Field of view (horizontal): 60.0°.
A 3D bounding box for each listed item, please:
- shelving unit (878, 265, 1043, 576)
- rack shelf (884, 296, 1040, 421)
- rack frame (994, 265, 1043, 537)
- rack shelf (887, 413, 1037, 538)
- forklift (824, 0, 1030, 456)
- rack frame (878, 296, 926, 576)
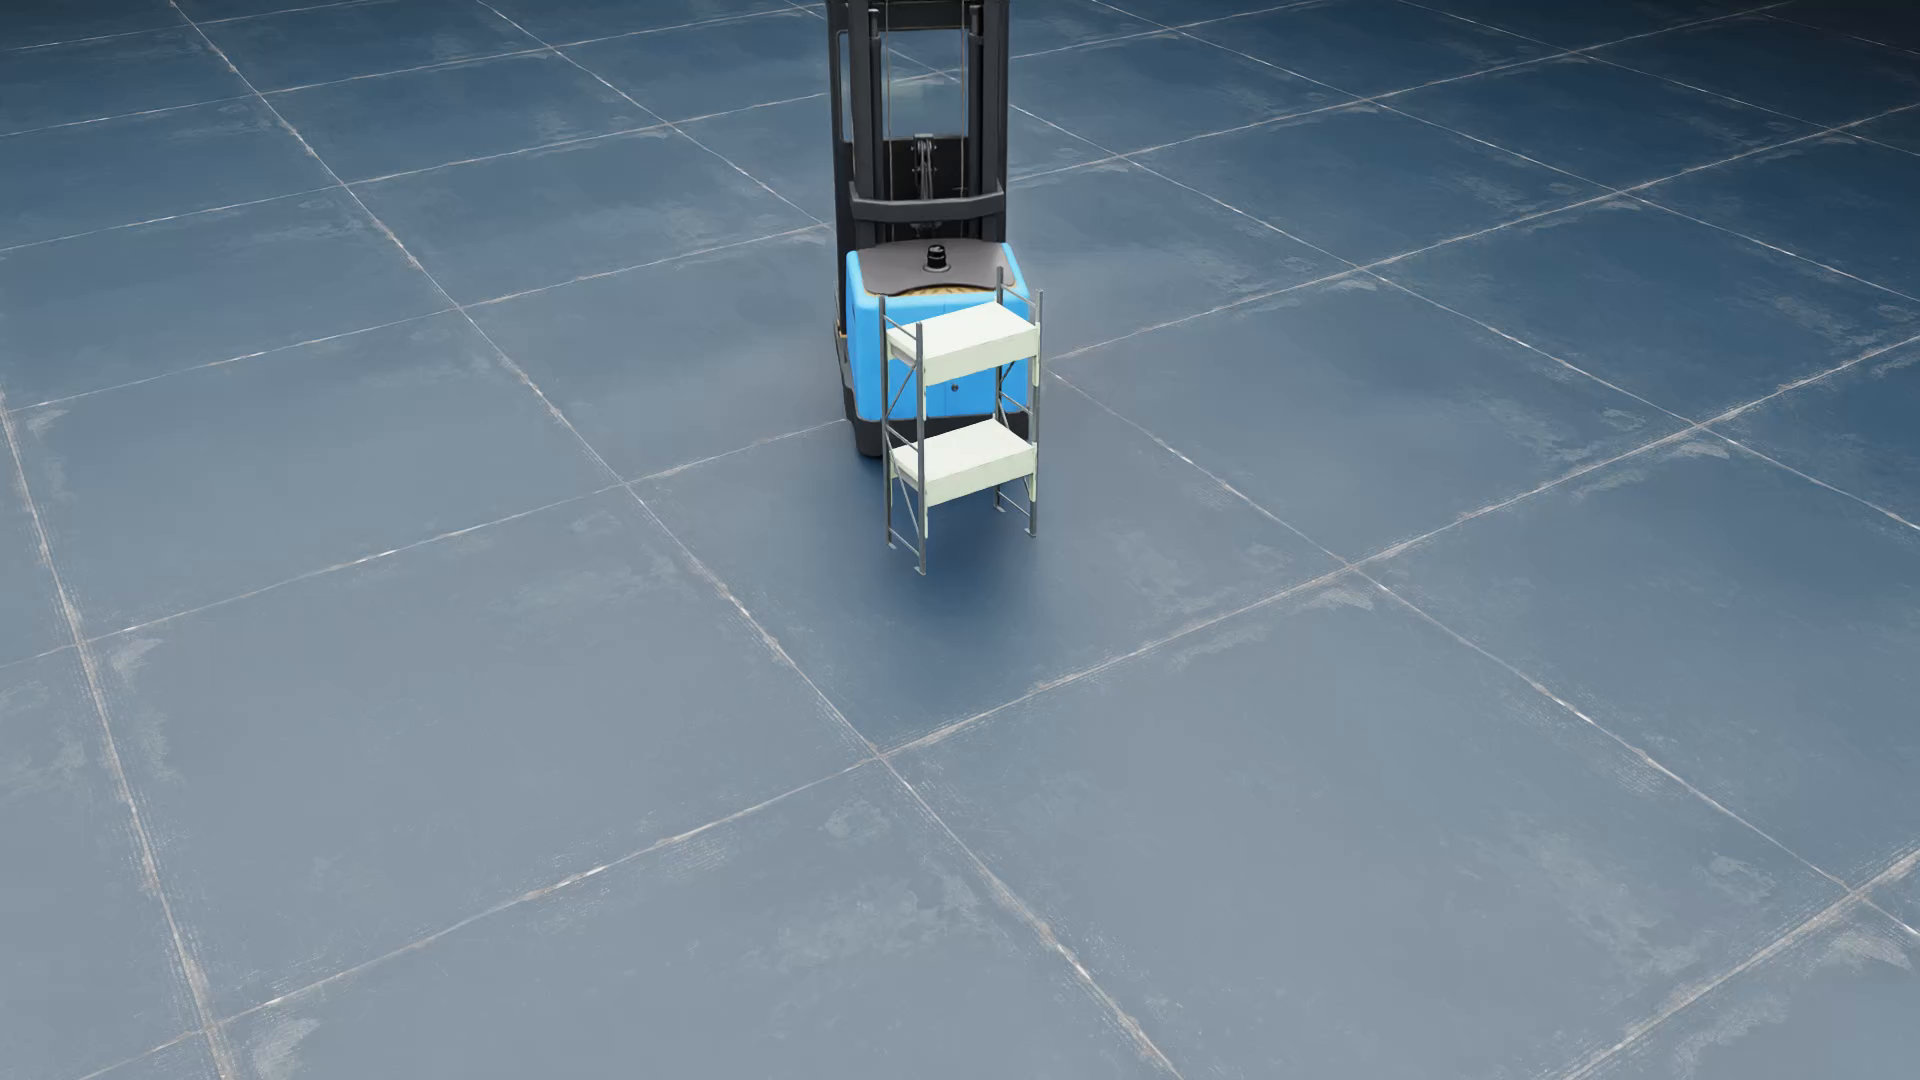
[{"bbox_3d":[0.006,-0.636,8.974,0.755,1.500,0.431,-19,37,-27],"label":"shelving unit"},{"bbox_3d":[0.006,-0.966,8.766,0.720,0.370,0.431,-19,37,-27],"label":"rack shelf"},{"bbox_3d":[0.313,-0.742,9.142,0.023,1.500,0.400,-19,37,-27],"label":"rack frame"},{"bbox_3d":[0.006,-0.361,9.148,0.720,0.370,0.431,-19,37,-27],"label":"rack shelf"},{"bbox_3d":[-0.282,-2.514,10.610,1.130,2.935,3.031,-4,32,-6],"label":"forklift"},{"bbox_3d":[-0.302,-0.530,8.807,0.023,1.500,0.400,-19,37,-27],"label":"rack frame"}]
